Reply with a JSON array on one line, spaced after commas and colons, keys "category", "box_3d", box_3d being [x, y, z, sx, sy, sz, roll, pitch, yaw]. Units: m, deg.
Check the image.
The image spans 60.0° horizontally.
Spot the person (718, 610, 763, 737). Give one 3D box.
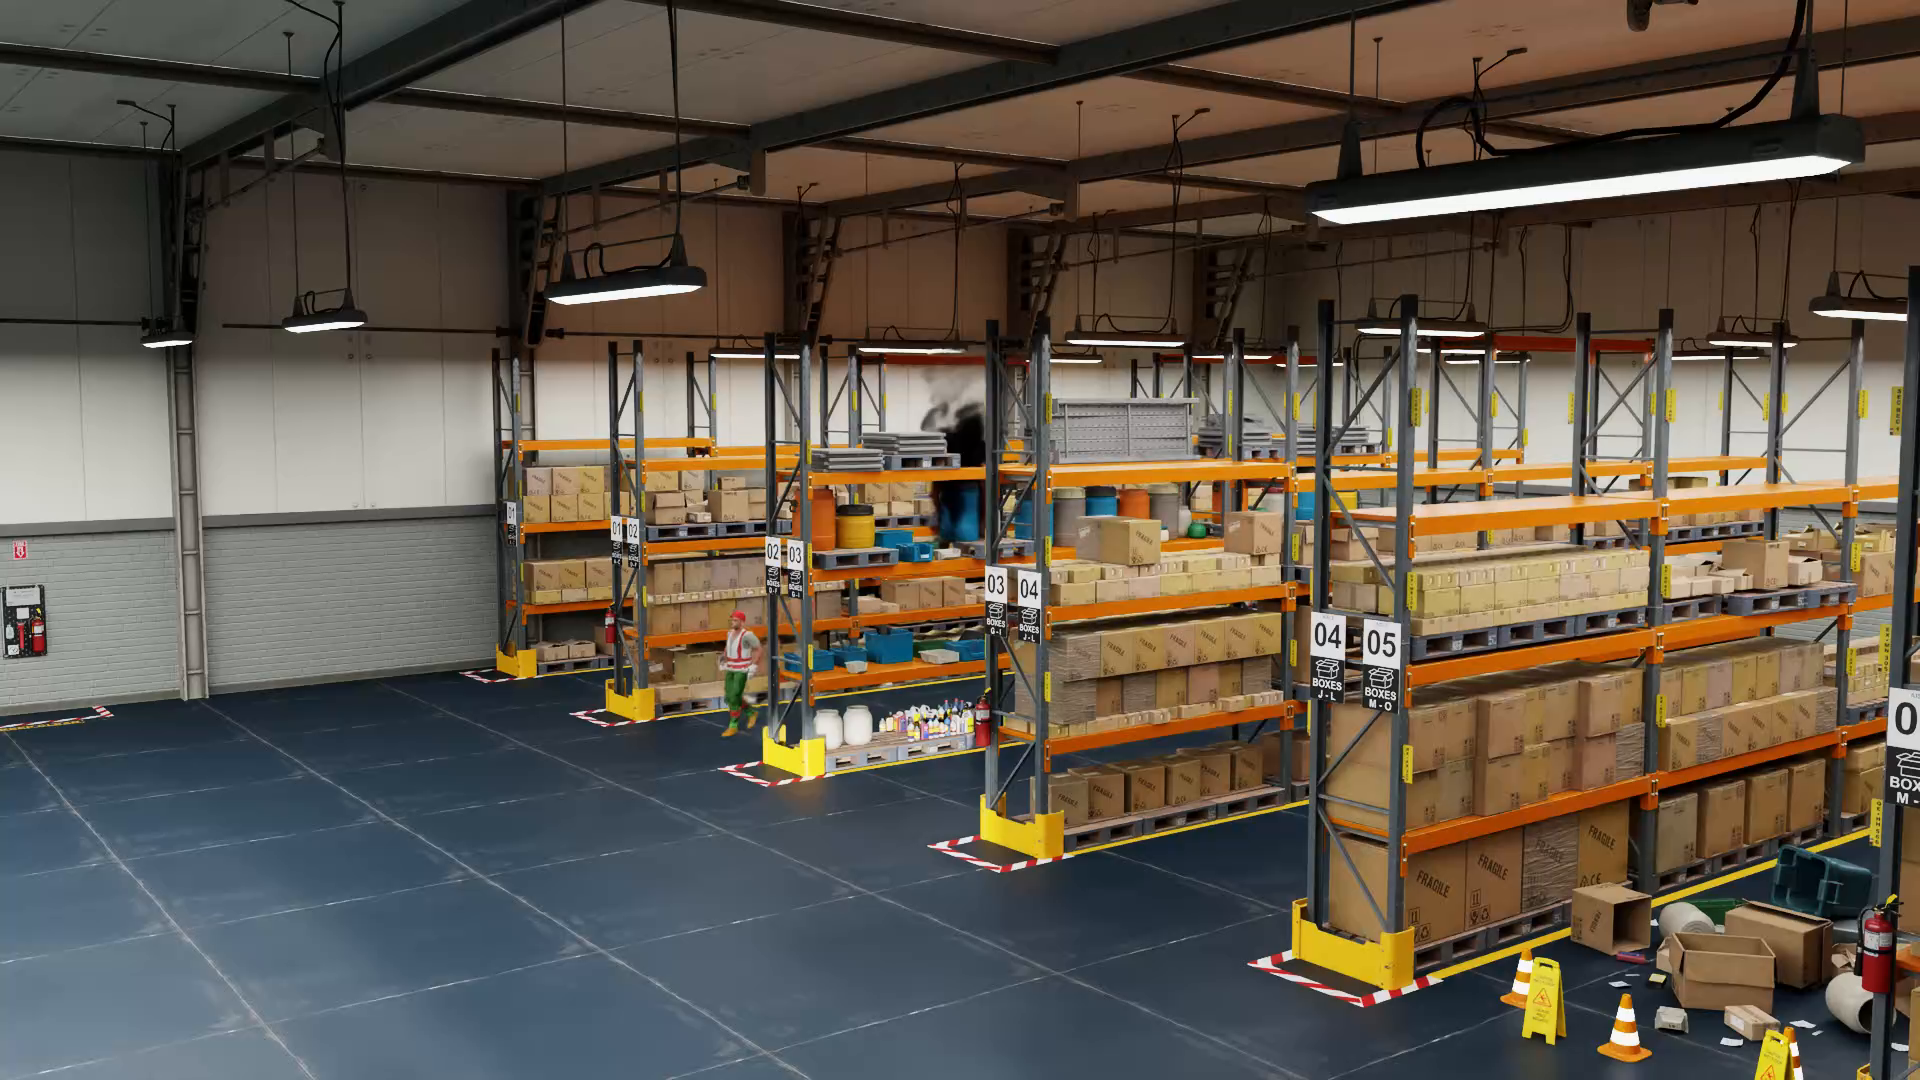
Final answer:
[{"category": "person", "box_3d": [-3.185, 1.902, 23.969, 0.698, 1.786, 0.694, 5, 7, 44]}]

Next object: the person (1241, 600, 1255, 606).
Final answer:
[{"category": "person", "box_3d": [5.637, 1.468, 32.239, 0.714, 1.740, 0.856, 5, 7, 43]}]
